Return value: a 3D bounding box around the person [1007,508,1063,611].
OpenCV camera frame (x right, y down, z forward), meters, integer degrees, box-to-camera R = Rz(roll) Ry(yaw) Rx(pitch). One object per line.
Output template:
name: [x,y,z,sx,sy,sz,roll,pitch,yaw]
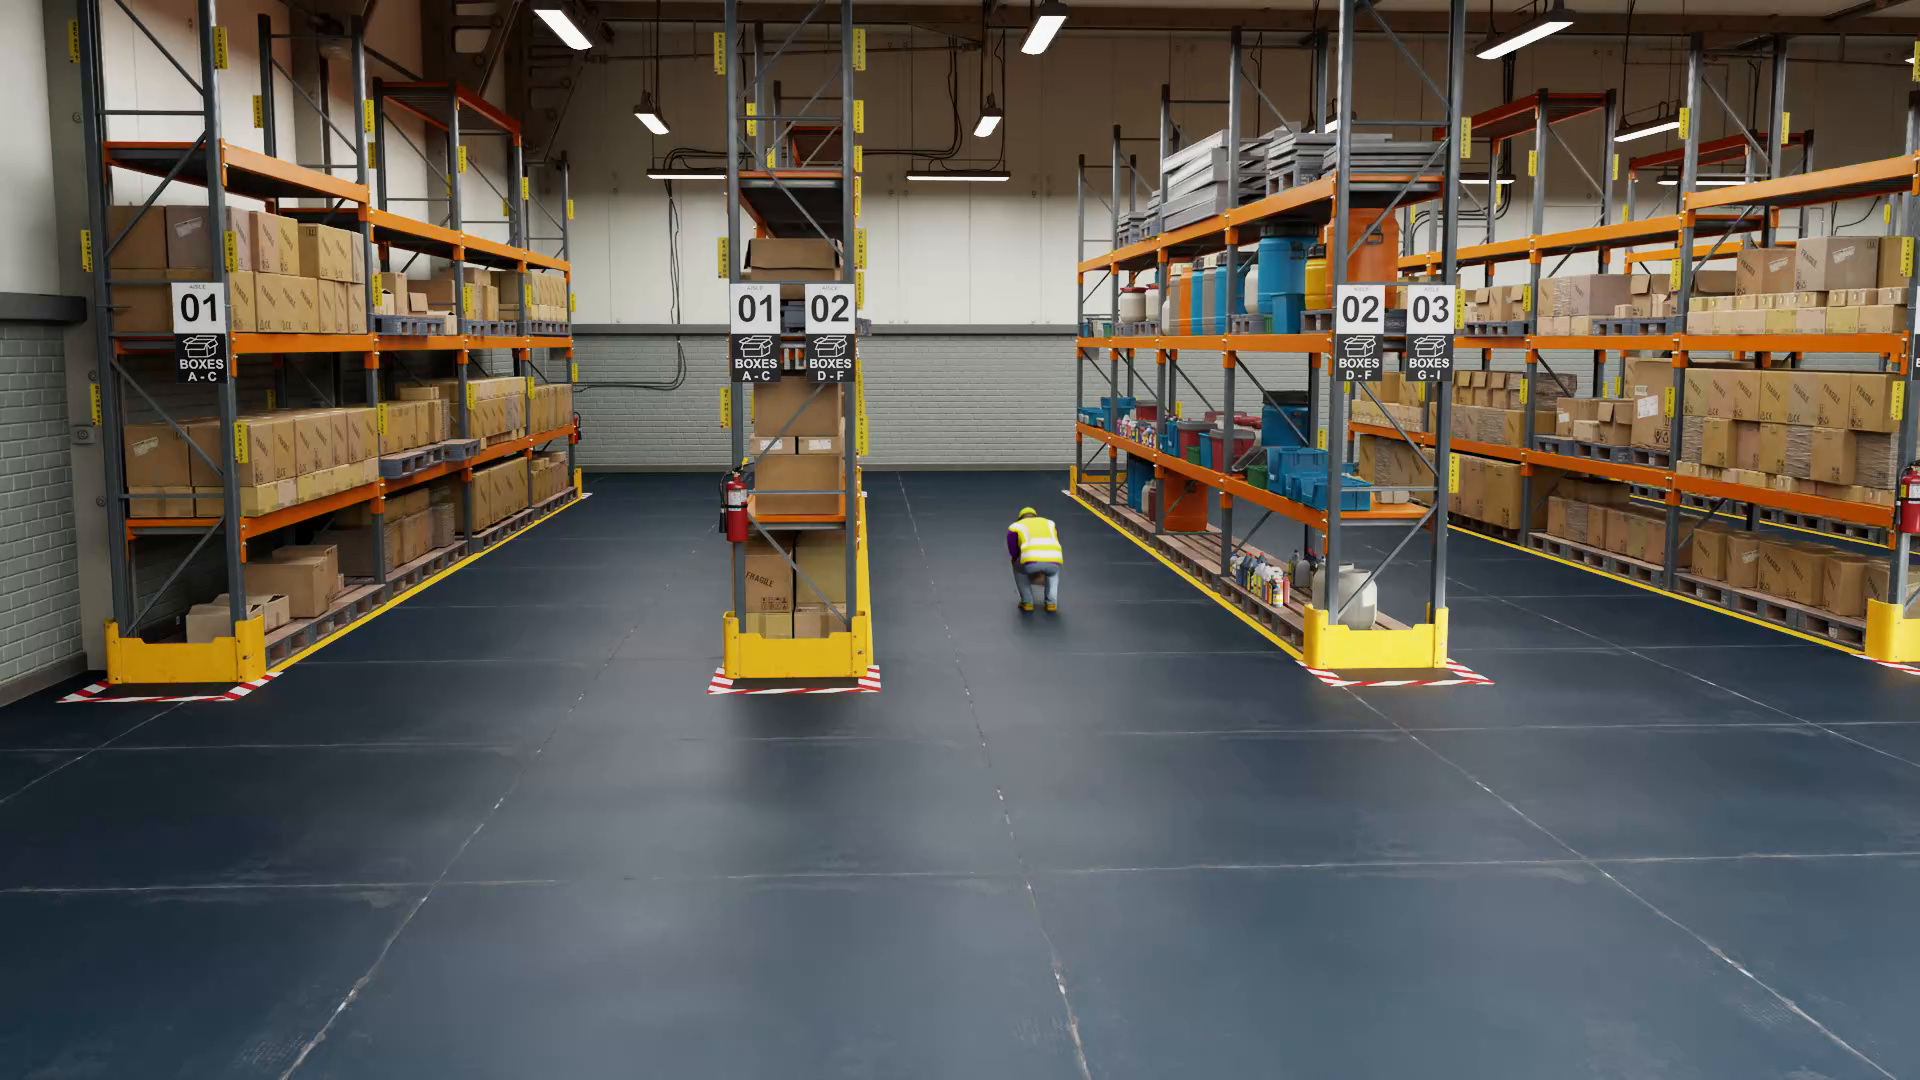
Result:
person: [0.764,0.199,17.202,0.537,1.009,0.914,-1,7,-5]
